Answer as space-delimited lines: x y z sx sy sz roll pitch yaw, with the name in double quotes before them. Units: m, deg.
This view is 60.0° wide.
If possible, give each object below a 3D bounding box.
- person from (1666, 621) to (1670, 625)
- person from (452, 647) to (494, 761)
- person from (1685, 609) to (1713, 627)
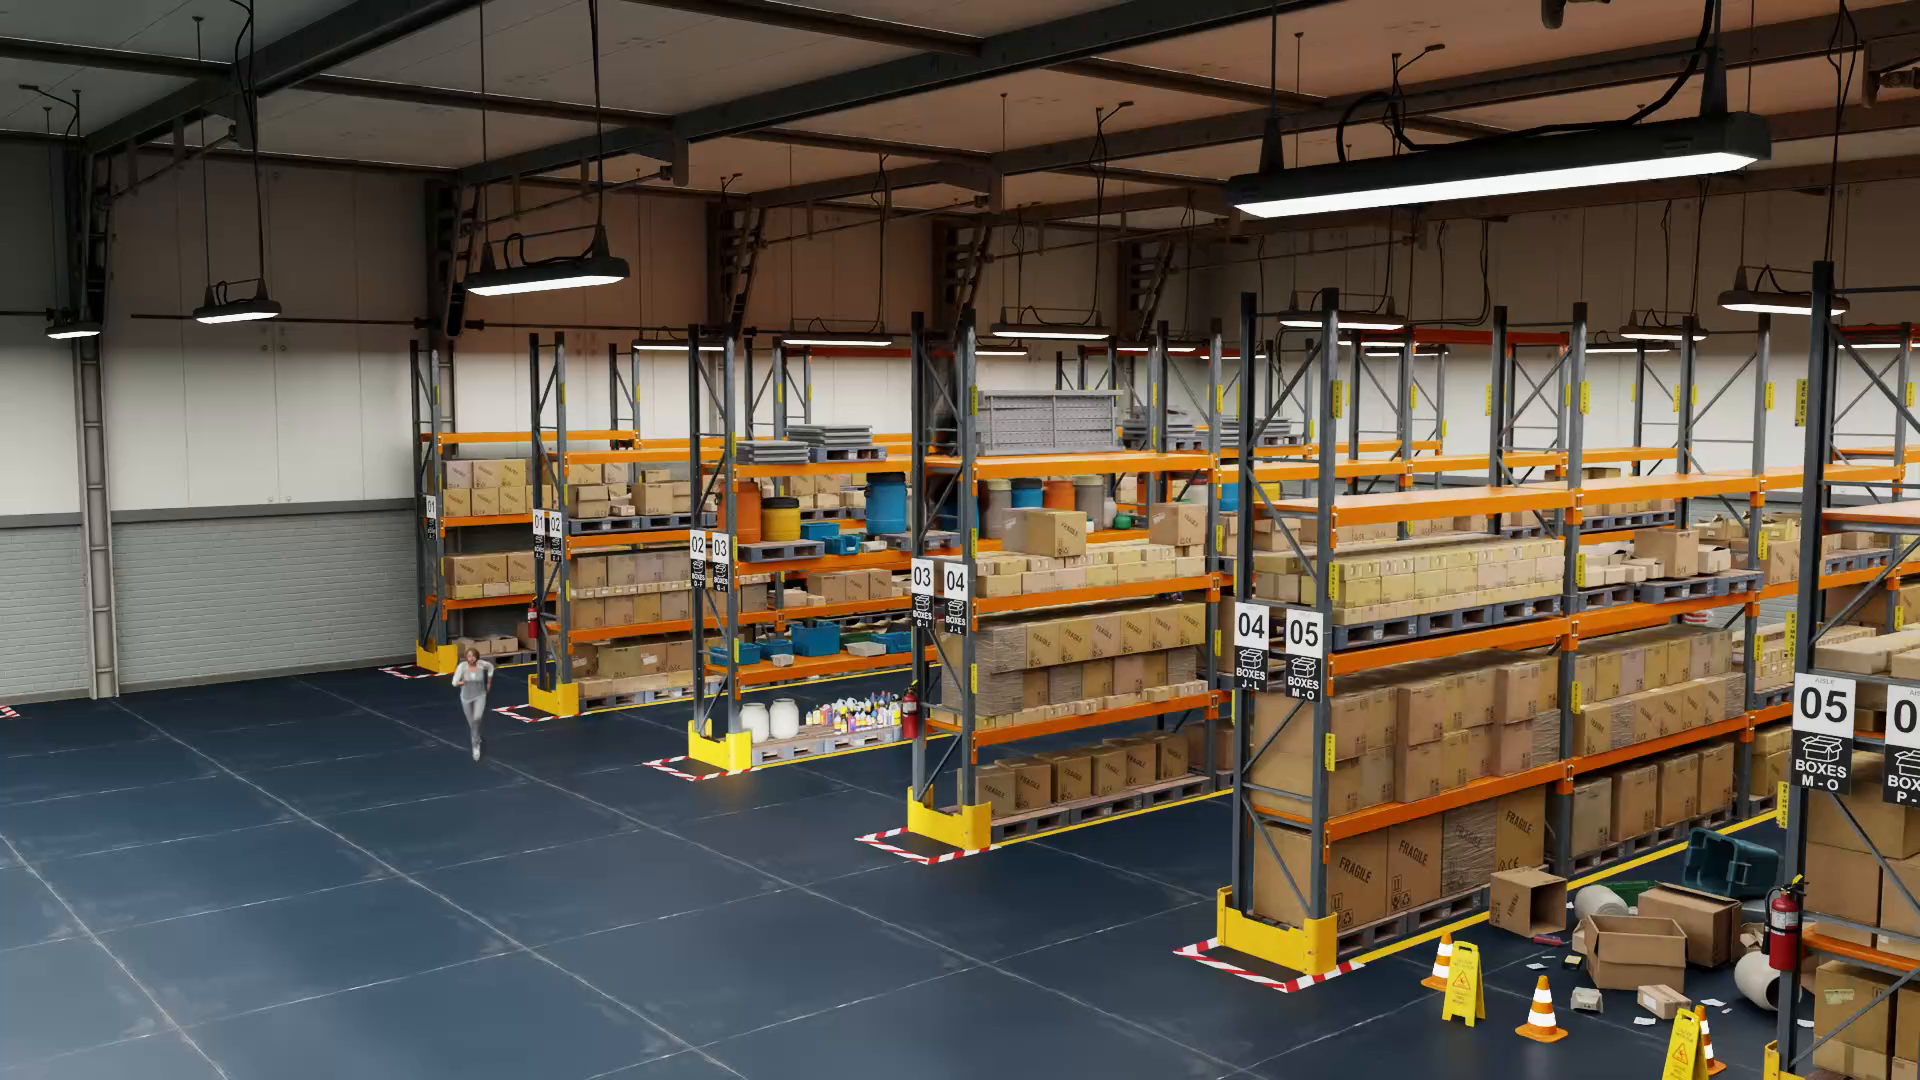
"person" 10.618 2.048 24.691 0.822 1.762 0.679 -5 7 -44
"person" -6.768 2.242 23.159 0.527 1.580 0.865 -1 5 -8
"person" 13.113 1.520 29.710 0.673 1.813 0.983 -1 5 -7
